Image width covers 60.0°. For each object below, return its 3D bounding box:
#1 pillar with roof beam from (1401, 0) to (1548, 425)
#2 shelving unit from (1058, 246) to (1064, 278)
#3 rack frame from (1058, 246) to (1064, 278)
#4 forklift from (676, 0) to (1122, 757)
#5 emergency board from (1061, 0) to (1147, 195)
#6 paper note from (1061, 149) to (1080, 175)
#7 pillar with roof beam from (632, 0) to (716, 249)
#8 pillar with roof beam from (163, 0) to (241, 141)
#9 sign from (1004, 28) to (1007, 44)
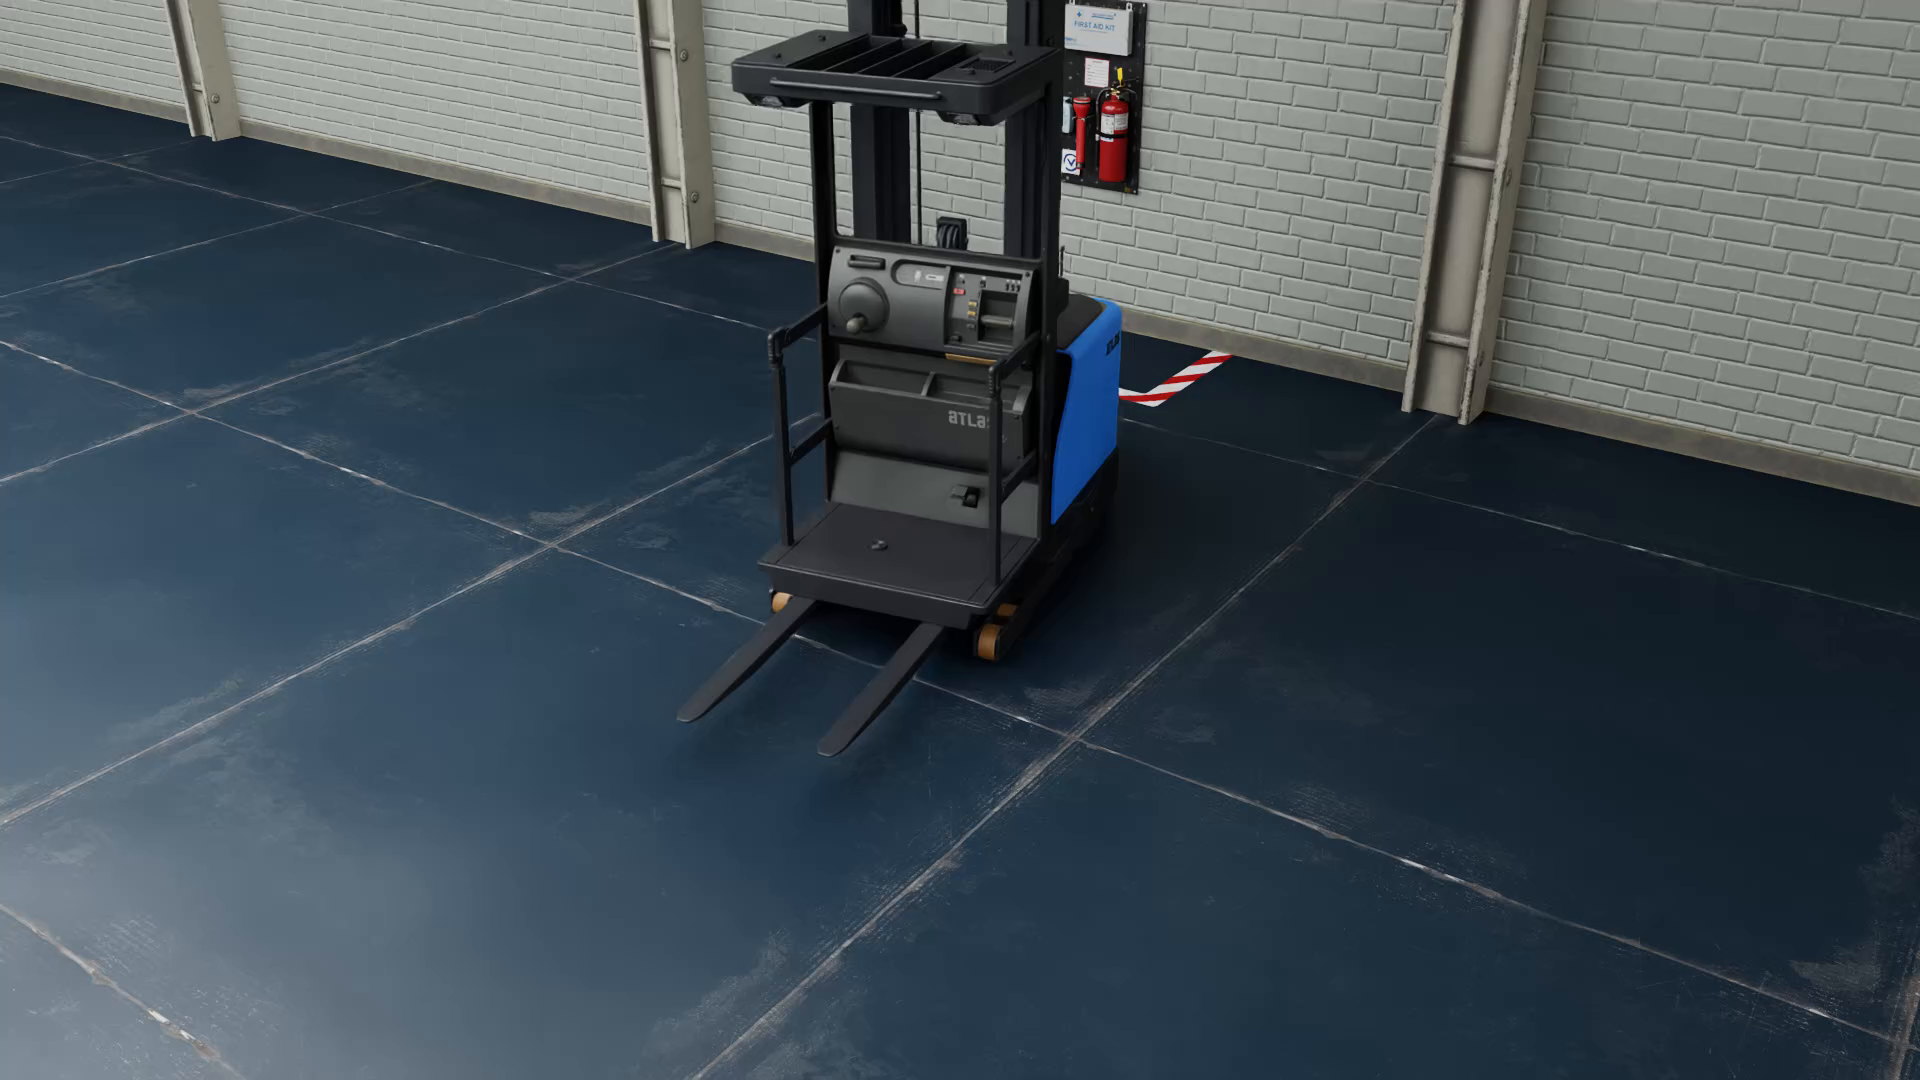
[{"bbox_3d":[0.396,-3.167,4.552,0.400,9.000,9.100,17,32,30],"label":"pillar with roof beam"},{"bbox_3d":[0.389,-0.948,8.776,0.189,1.200,0.258,12,26,22],"label":"shelving unit"},{"bbox_3d":[0.472,-0.931,8.742,0.006,1.200,0.240,12,26,22],"label":"rack frame"},{"bbox_3d":[-0.213,-0.996,6.975,1.130,2.935,3.031,11,29,20],"label":"forklift"},{"bbox_3d":[0.818,-2.752,10.350,0.643,1.169,0.194,17,32,30],"label":"emergency board"},{"bbox_3d":[0.711,-2.430,10.690,0.142,0.148,0.016,17,32,30],"label":"paper note"},{"bbox_3d":[-4.549,-4.708,7.579,0.400,9.000,9.100,17,32,30],"label":"pillar with roof beam"},{"bbox_3d":[-9.495,-6.249,10.607,0.400,9.000,9.100,17,32,30],"label":"pillar with roof beam"},{"bbox_3d":[0.420,-3.180,10.568,0.331,0.109,0.001,17,32,30],"label":"sign"}]
